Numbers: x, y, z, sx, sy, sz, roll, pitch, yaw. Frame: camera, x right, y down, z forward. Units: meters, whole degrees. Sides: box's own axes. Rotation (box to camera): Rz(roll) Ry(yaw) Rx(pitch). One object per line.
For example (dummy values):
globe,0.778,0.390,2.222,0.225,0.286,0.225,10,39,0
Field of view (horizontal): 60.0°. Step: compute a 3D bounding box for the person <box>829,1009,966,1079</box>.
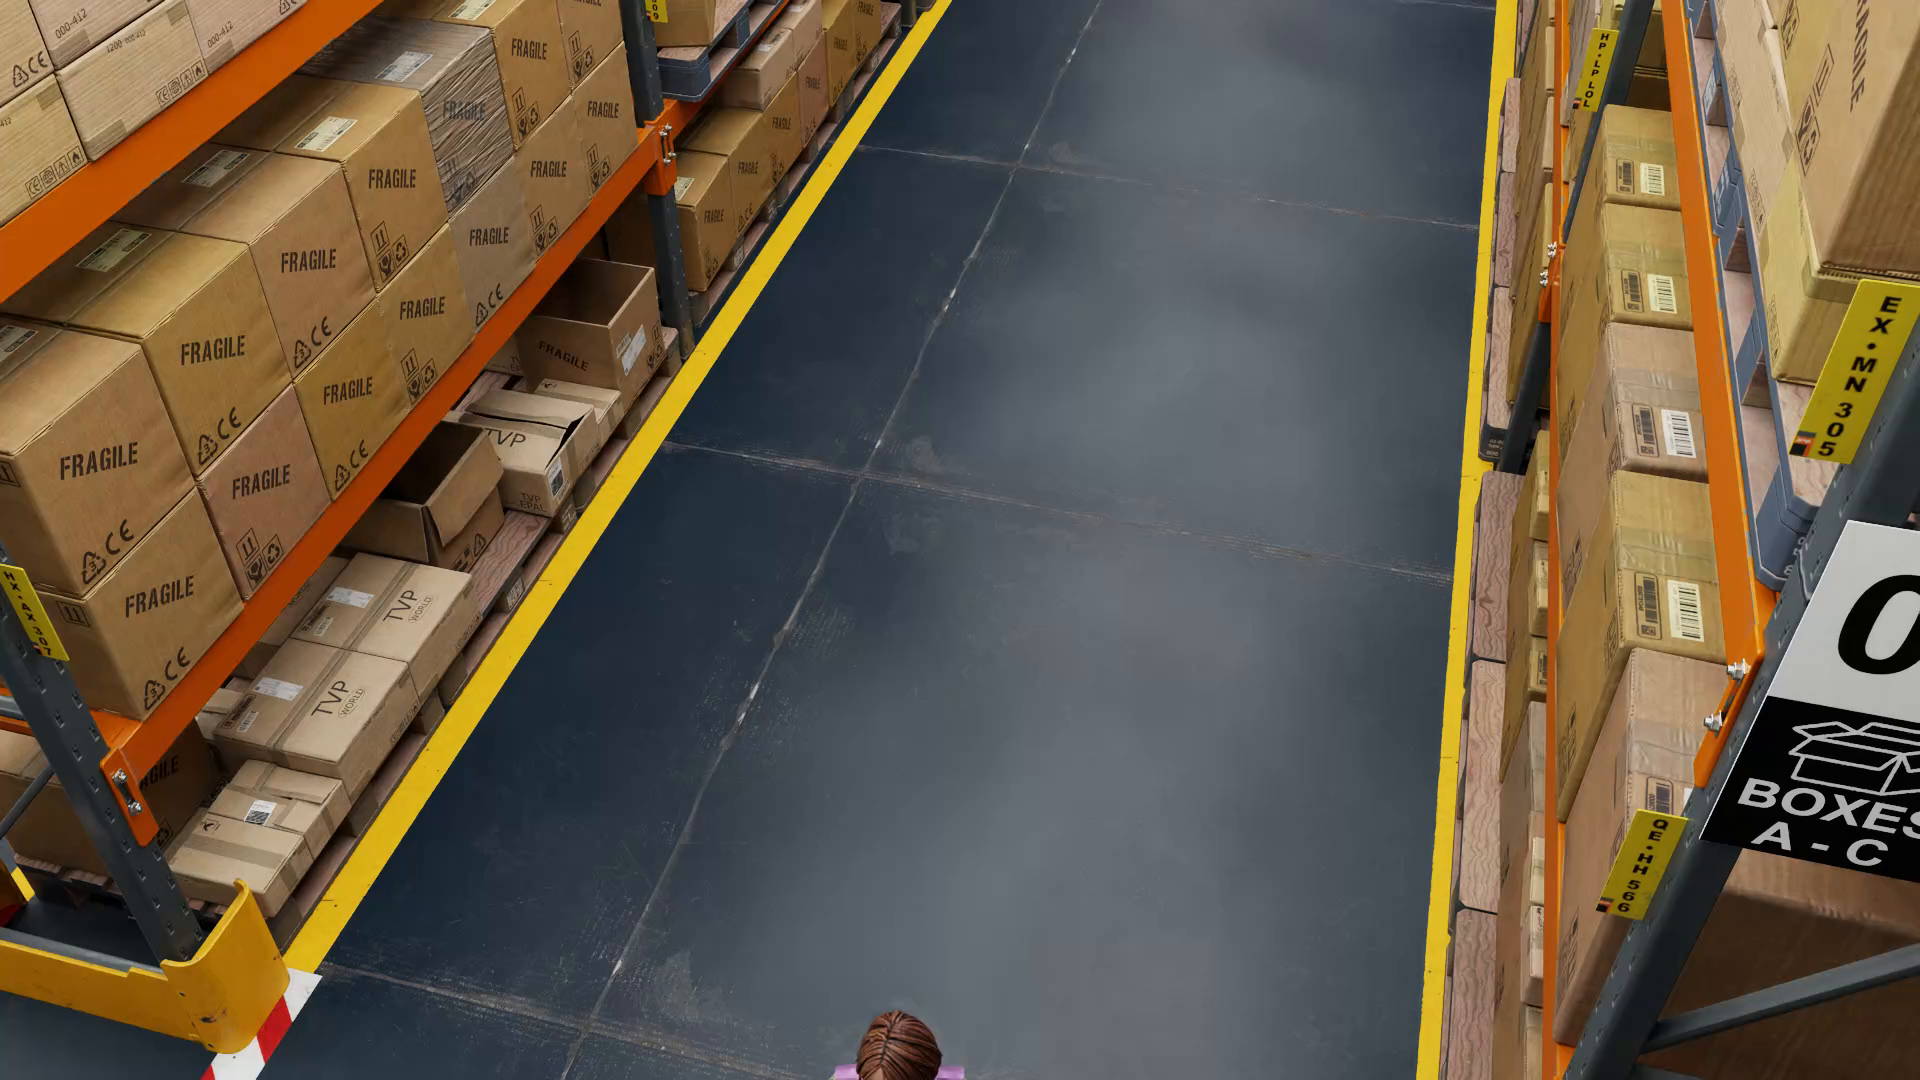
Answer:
person,-0.151,1.719,4.226,0.456,1.639,0.495,5,42,6
